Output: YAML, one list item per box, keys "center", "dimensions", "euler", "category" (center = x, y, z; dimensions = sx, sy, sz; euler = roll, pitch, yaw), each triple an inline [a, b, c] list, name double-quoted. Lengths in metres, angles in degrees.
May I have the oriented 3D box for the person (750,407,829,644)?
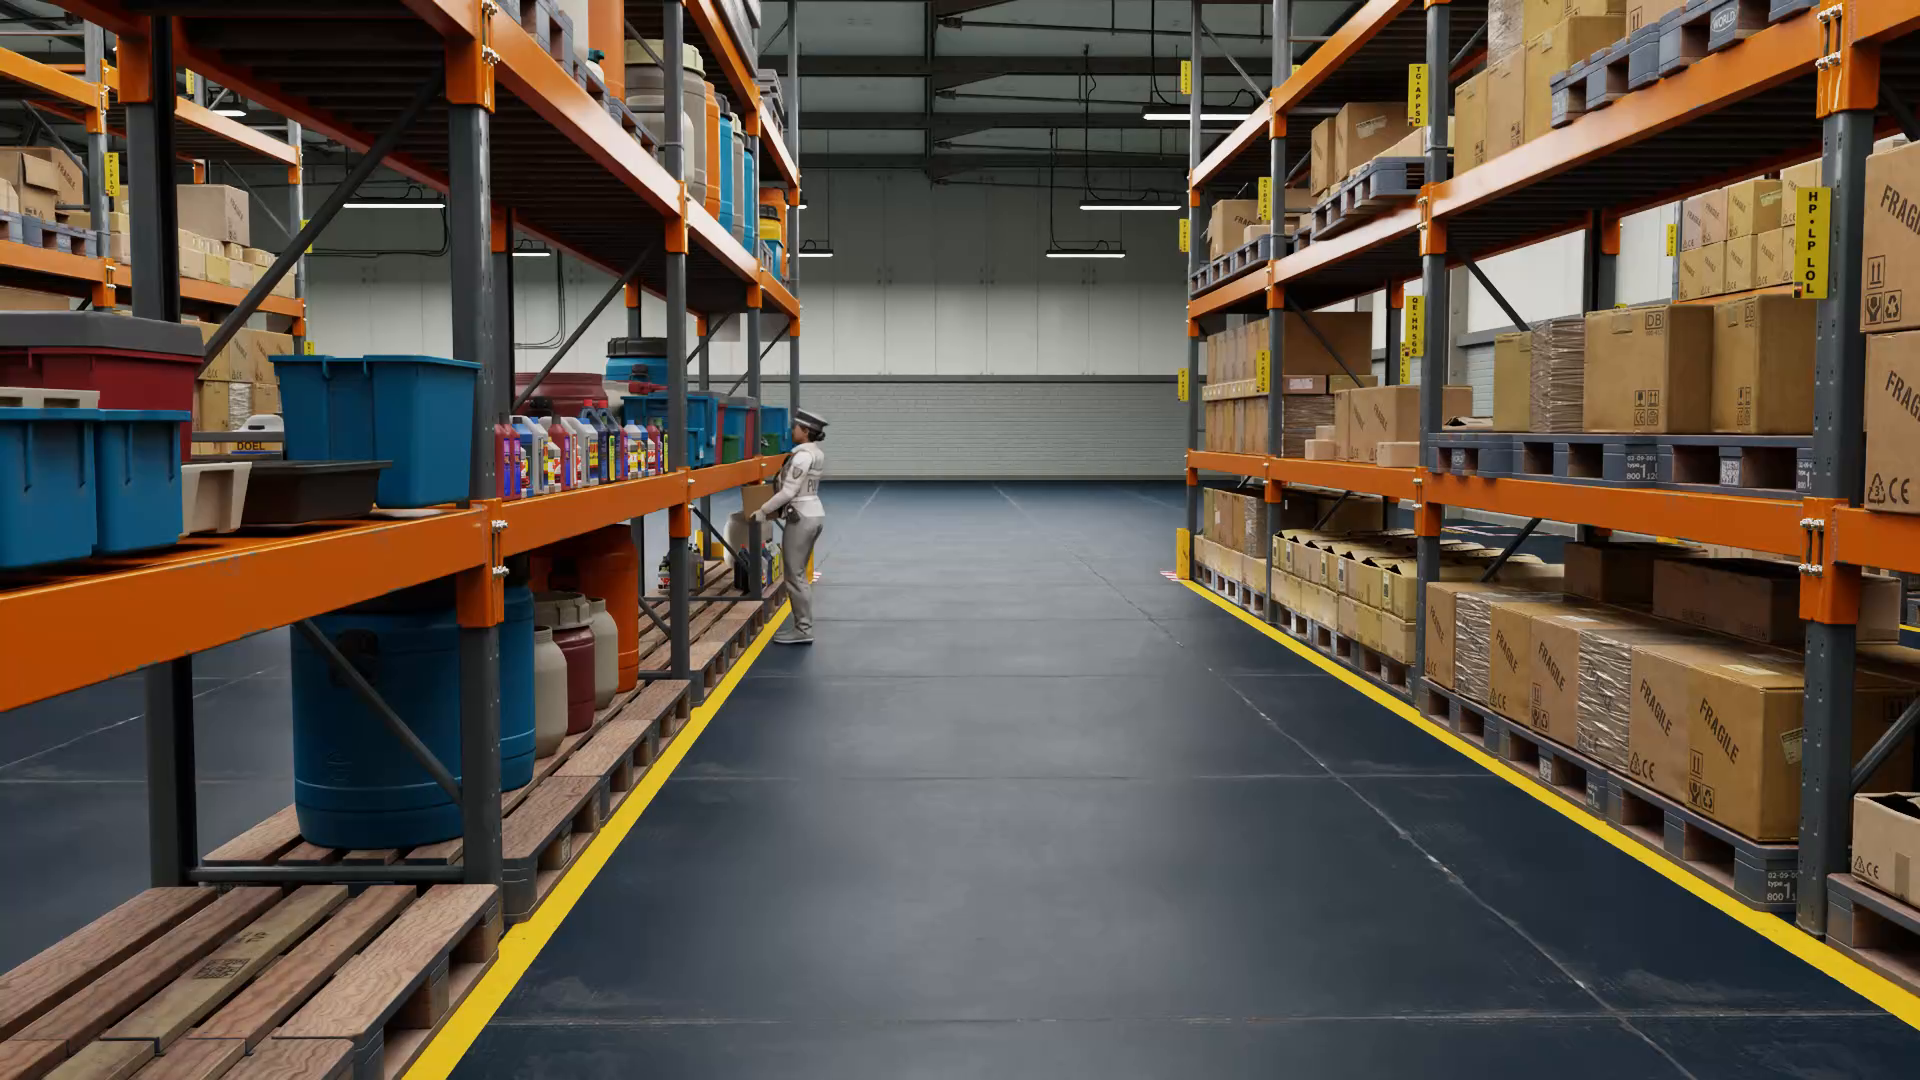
- center: [-1.207, -0.108, 11.940]
  dimensions: [0.549, 1.686, 0.459]
  euler: [1, 4, 9]
  category: "person"
